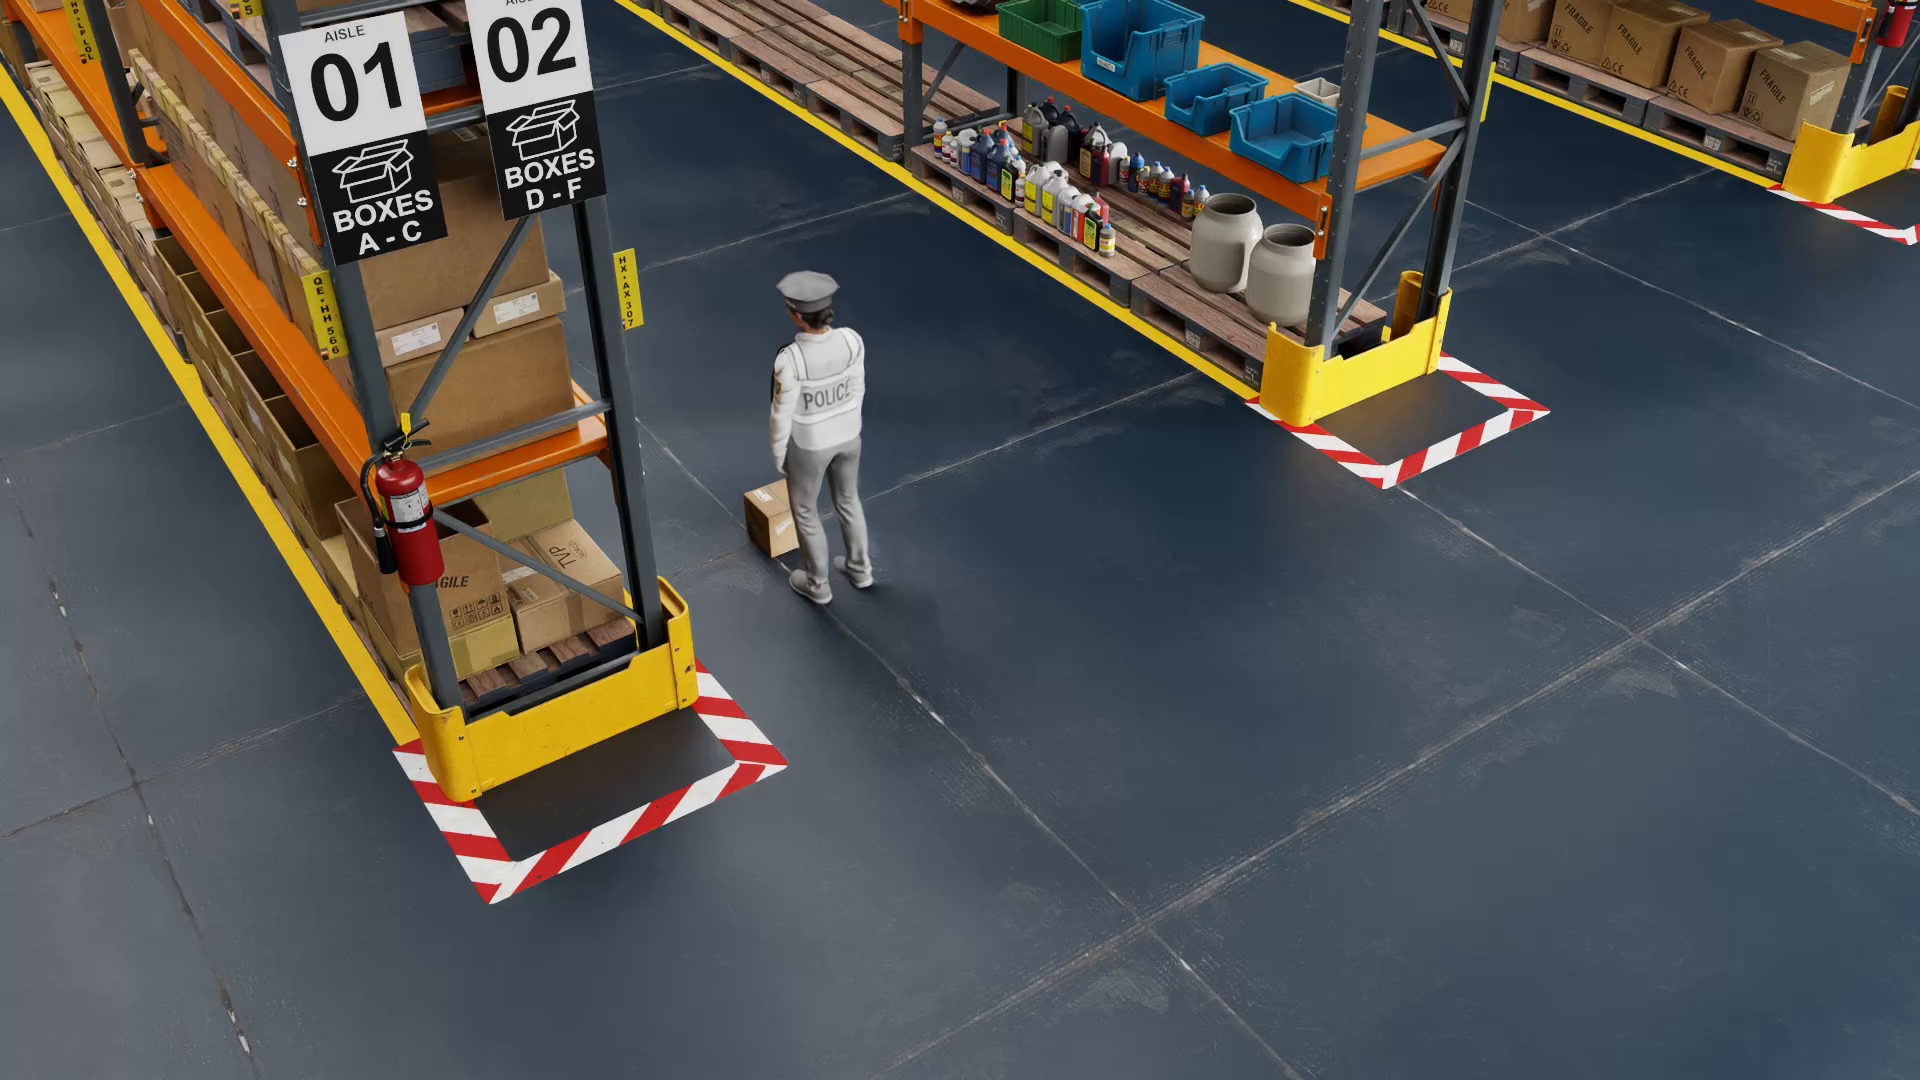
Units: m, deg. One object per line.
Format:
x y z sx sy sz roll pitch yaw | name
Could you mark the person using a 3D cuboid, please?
-0.651 -0.438 7.612 0.470 1.662 0.328 -23 43 -28 | person
